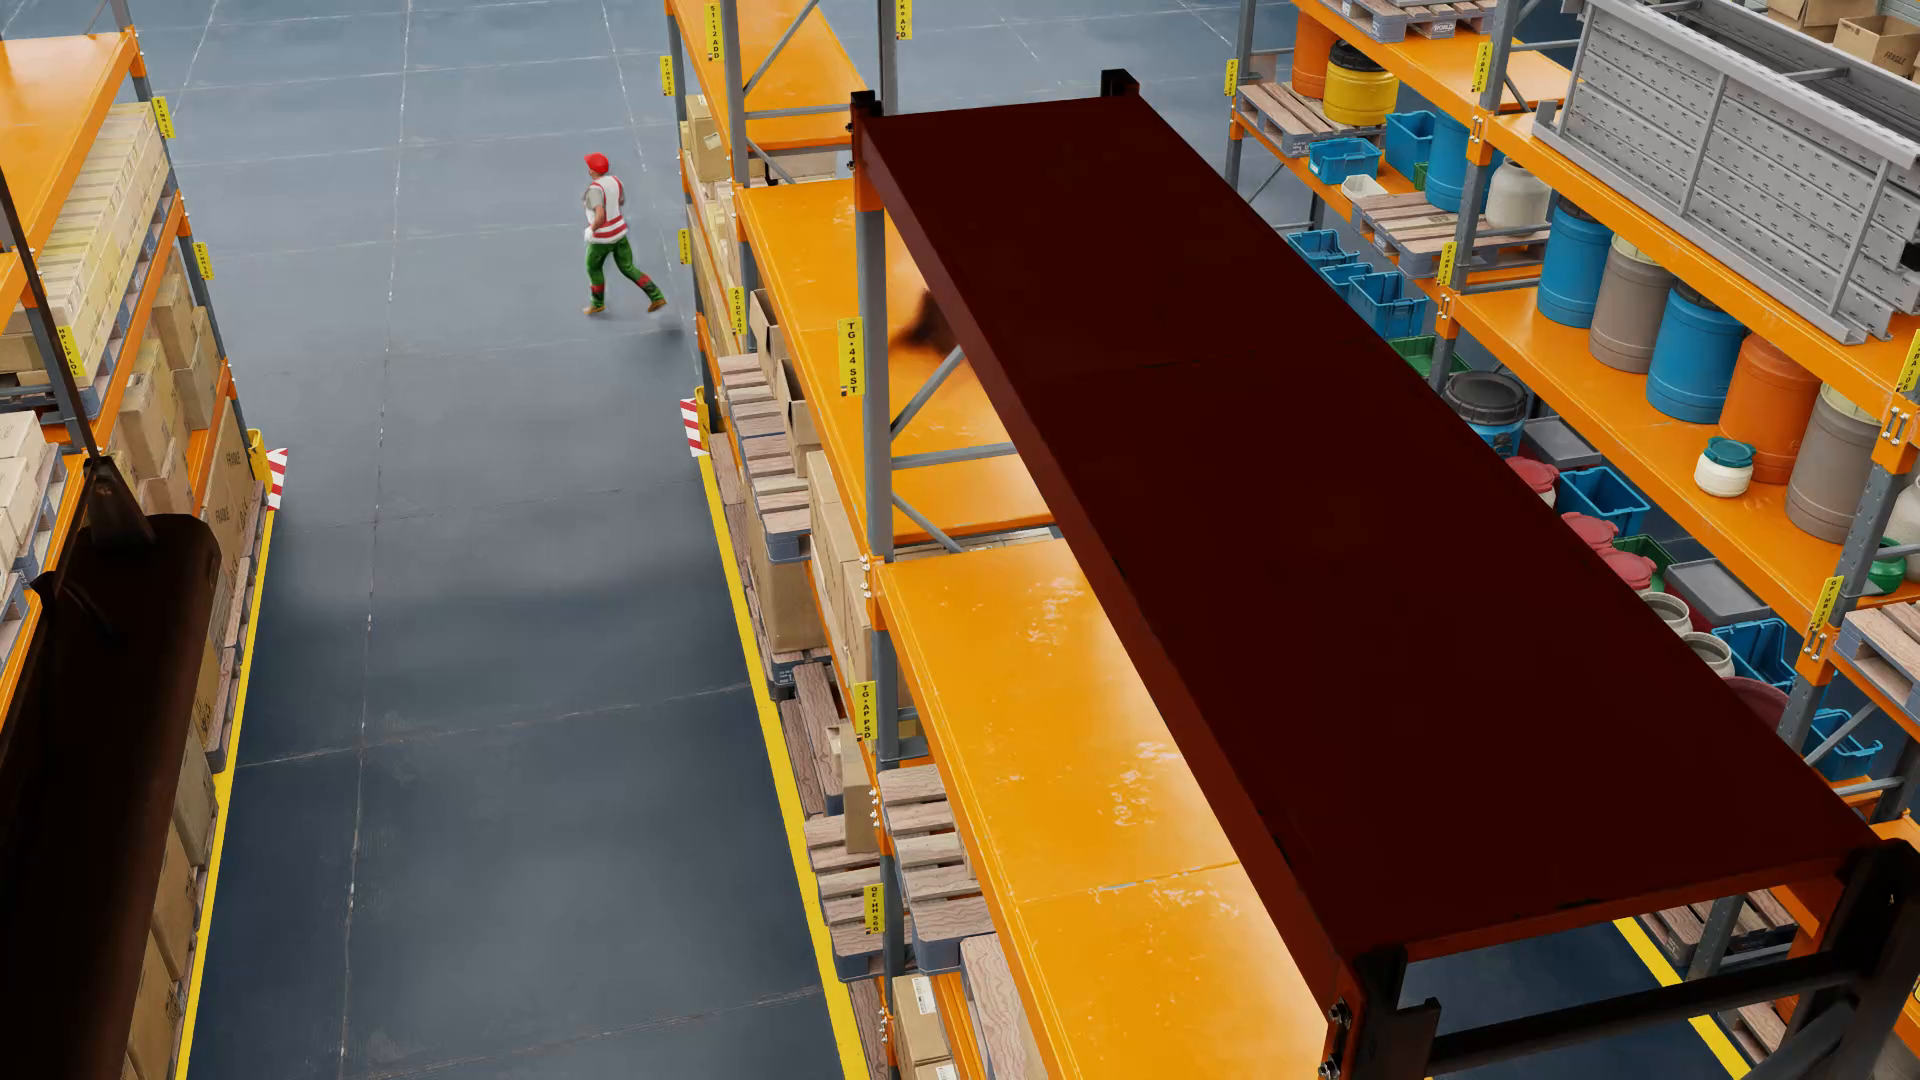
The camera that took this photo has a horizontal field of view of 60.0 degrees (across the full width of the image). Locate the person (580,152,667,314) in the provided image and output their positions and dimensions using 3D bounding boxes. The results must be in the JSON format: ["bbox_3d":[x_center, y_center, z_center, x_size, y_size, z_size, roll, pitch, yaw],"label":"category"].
[{"bbox_3d":[-3.547,-3.063,16.975,0.986,1.812,0.672,19,39,25],"label":"person"}]
